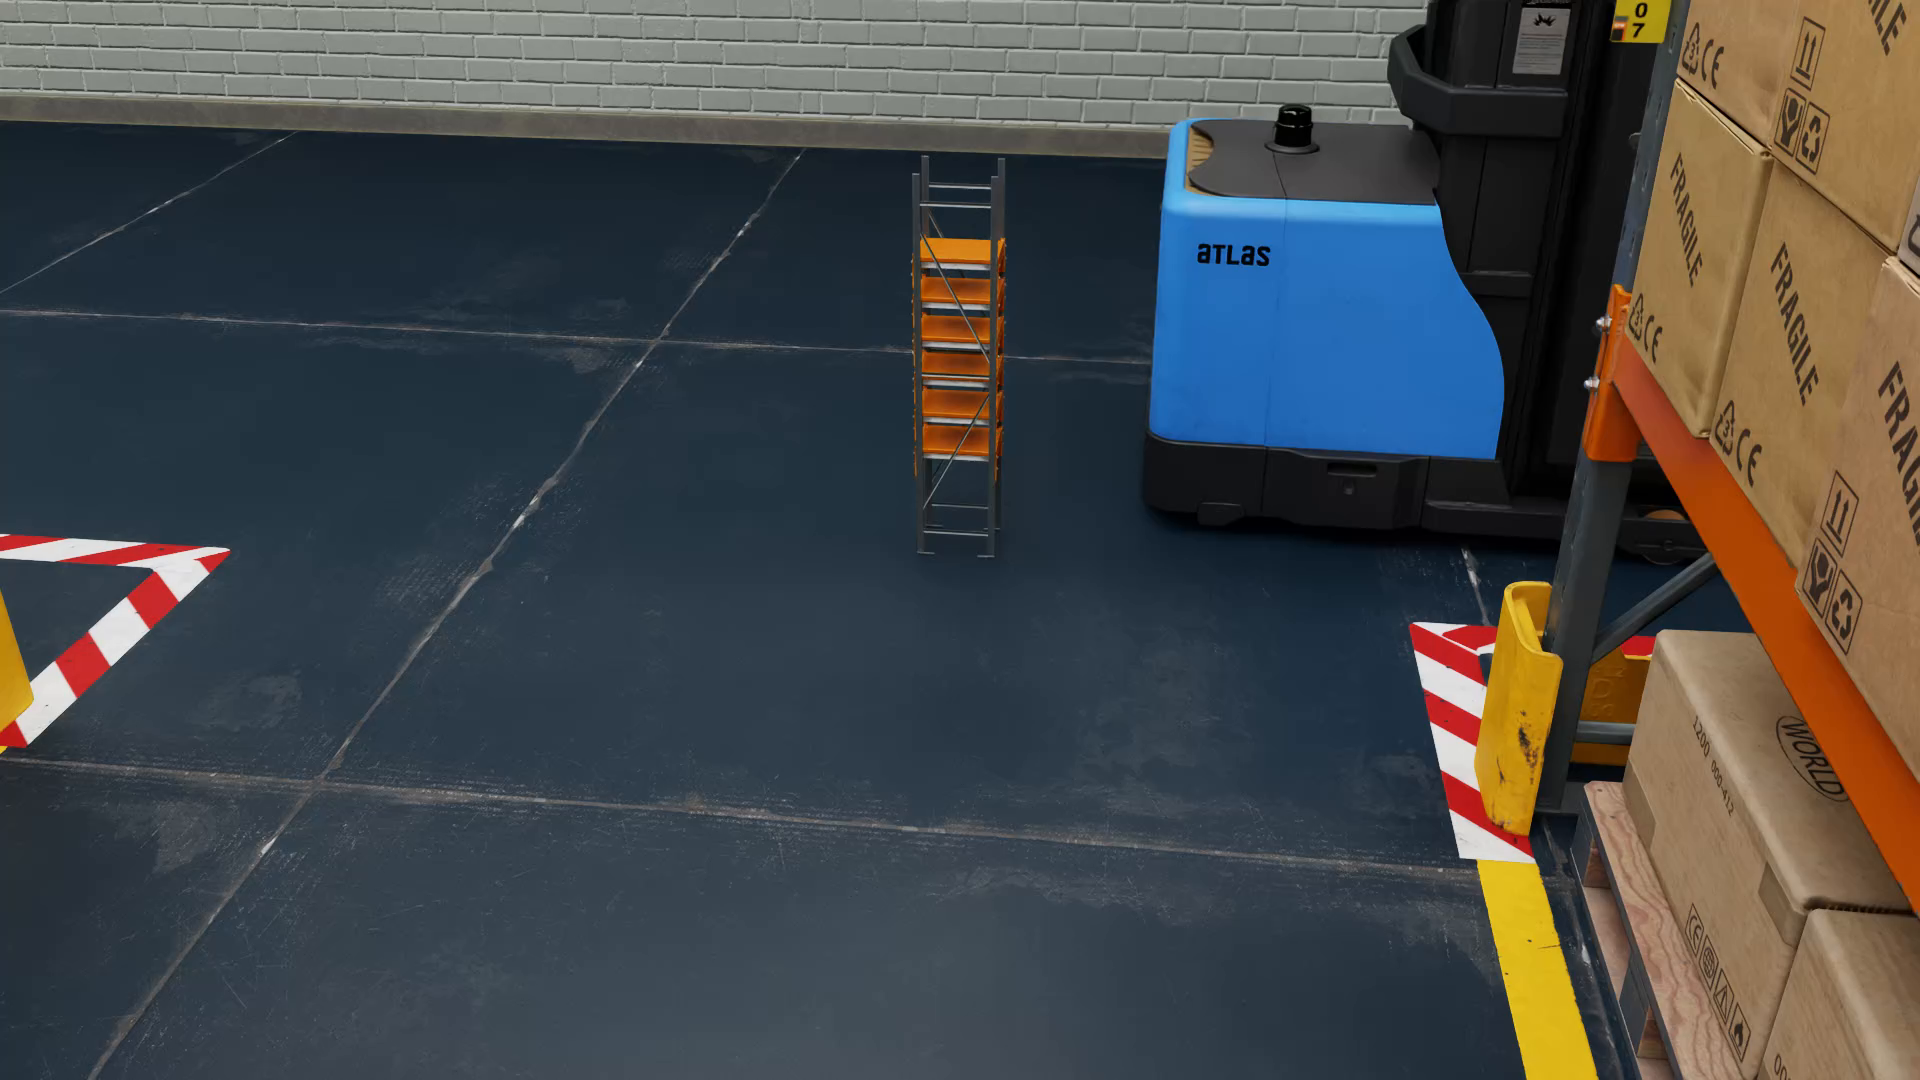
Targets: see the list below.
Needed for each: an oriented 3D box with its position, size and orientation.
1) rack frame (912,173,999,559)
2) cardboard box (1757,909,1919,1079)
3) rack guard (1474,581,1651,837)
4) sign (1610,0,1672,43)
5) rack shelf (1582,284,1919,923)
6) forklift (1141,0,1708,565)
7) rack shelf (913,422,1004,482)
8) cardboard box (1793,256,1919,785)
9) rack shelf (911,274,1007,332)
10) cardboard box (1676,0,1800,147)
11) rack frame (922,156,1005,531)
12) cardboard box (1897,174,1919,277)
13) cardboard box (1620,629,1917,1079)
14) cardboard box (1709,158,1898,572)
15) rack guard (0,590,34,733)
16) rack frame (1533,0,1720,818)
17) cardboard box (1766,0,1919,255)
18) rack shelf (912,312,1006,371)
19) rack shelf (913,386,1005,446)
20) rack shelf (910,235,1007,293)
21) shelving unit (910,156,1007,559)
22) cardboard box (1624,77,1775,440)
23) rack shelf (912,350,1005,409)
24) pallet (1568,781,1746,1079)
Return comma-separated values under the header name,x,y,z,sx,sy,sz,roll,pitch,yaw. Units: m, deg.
name,x,y,z,sx,sy,sz,roll,pitch,yaw
rack frame,-0.013,-0.478,4.873,0.240,1.200,0.006,3,28,6
cardboard box,1.777,1.032,2.430,0.875,0.438,0.875,4,29,8
rack guard,1.866,0.431,3.923,1.175,0.500,0.348,3,28,6
sign,1.313,-1.110,3.151,0.100,0.325,0.005,3,28,6
rack shelf,1.618,0.600,1.733,1.077,0.370,4.000,3,28,6
forklift,2.143,-1.470,4.889,3.031,2.935,1.130,4,29,7
rack shelf,-0.002,-0.271,5.088,0.258,0.103,0.180,3,28,6
cardboard box,1.405,-0.015,2.010,0.500,0.500,0.500,3,28,6
rack shelf,-0.002,-0.694,4.860,0.258,0.103,0.180,3,28,6
cardboard box,1.521,-0.933,2.660,0.500,0.500,0.500,3,28,5
rack frame,0.009,-0.564,5.033,0.240,1.200,0.006,3,28,6
cardboard box,1.410,-0.447,1.757,0.500,0.500,0.500,3,28,6
cardboard box,1.881,0.601,3.230,0.875,0.438,0.875,2,28,4
cardboard box,1.485,-0.254,2.453,0.500,0.500,0.500,3,28,5
rack guard,-3.072,0.238,4.282,1.175,0.500,0.348,3,28,6
rack frame,1.863,-0.658,3.310,1.000,3.000,0.127,3,28,6
cardboard box,1.465,-0.690,2.208,0.500,0.500,0.500,3,28,5
rack shelf,-0.002,-0.588,4.917,0.258,0.103,0.180,3,28,6
rack shelf,-0.002,-0.377,5.031,0.258,0.103,0.180,3,28,6
rack shelf,-0.002,-0.799,4.803,0.258,0.103,0.180,3,28,6
shelving unit,-0.002,-0.521,4.953,0.258,1.200,0.189,3,28,6
cardboard box,1.519,-0.493,2.898,0.500,0.500,0.500,3,28,6
rack shelf,-0.002,-0.482,4.974,0.258,0.103,0.180,3,28,6
pallet,1.842,0.950,3.264,1.003,0.211,1.213,3,28,6
